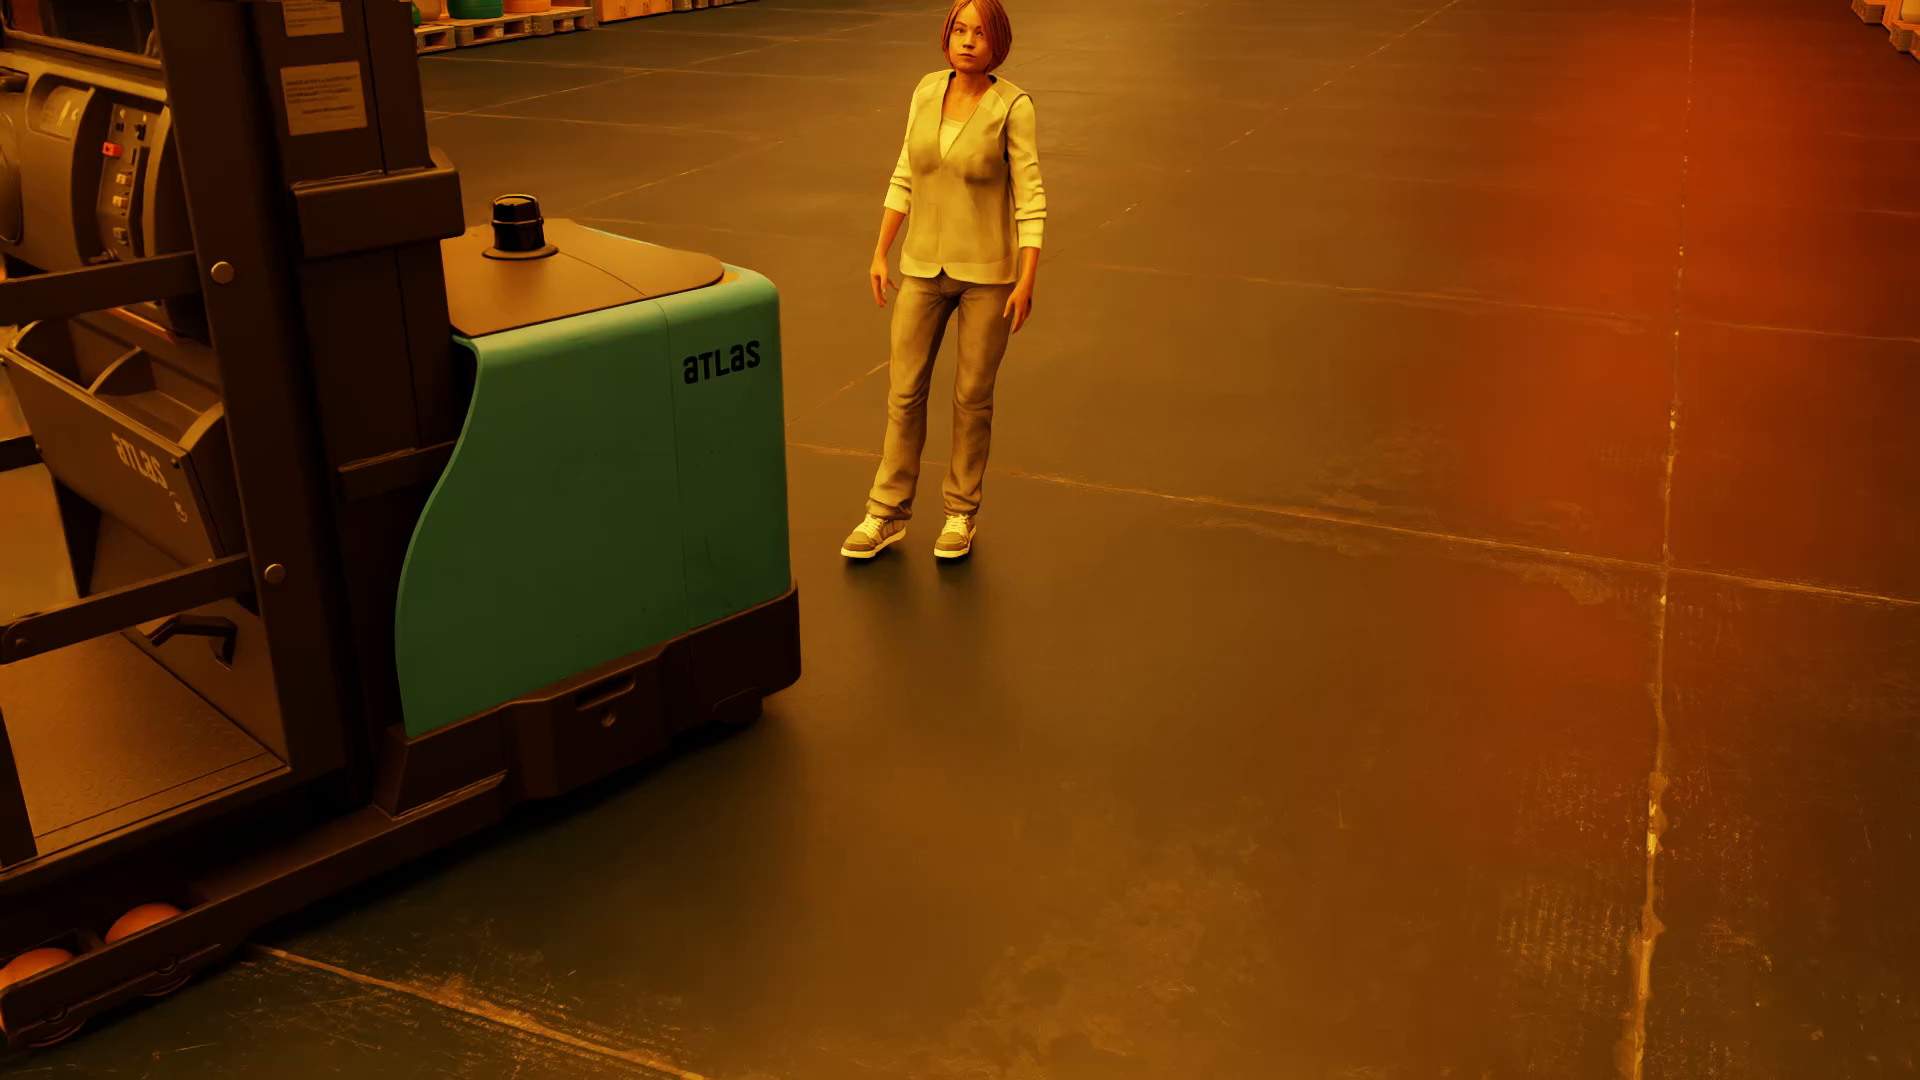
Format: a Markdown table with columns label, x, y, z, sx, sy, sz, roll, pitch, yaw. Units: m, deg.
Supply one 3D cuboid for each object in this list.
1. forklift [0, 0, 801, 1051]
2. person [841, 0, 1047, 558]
| label | x | y | z | sx | sy | sz | roll | pitch | yaw |
| --- | --- | --- | --- | --- | --- | --- | --- | --- | --- |
| forklift | -1.784 | -0.680 | 2.920 | 1.130 | 2.935 | 3.031 | 21 | 30 | 40 |
| person | -0.041 | -0.719 | 4.724 | 0.521 | 1.596 | 0.475 | 9 | 24 | 21 |
